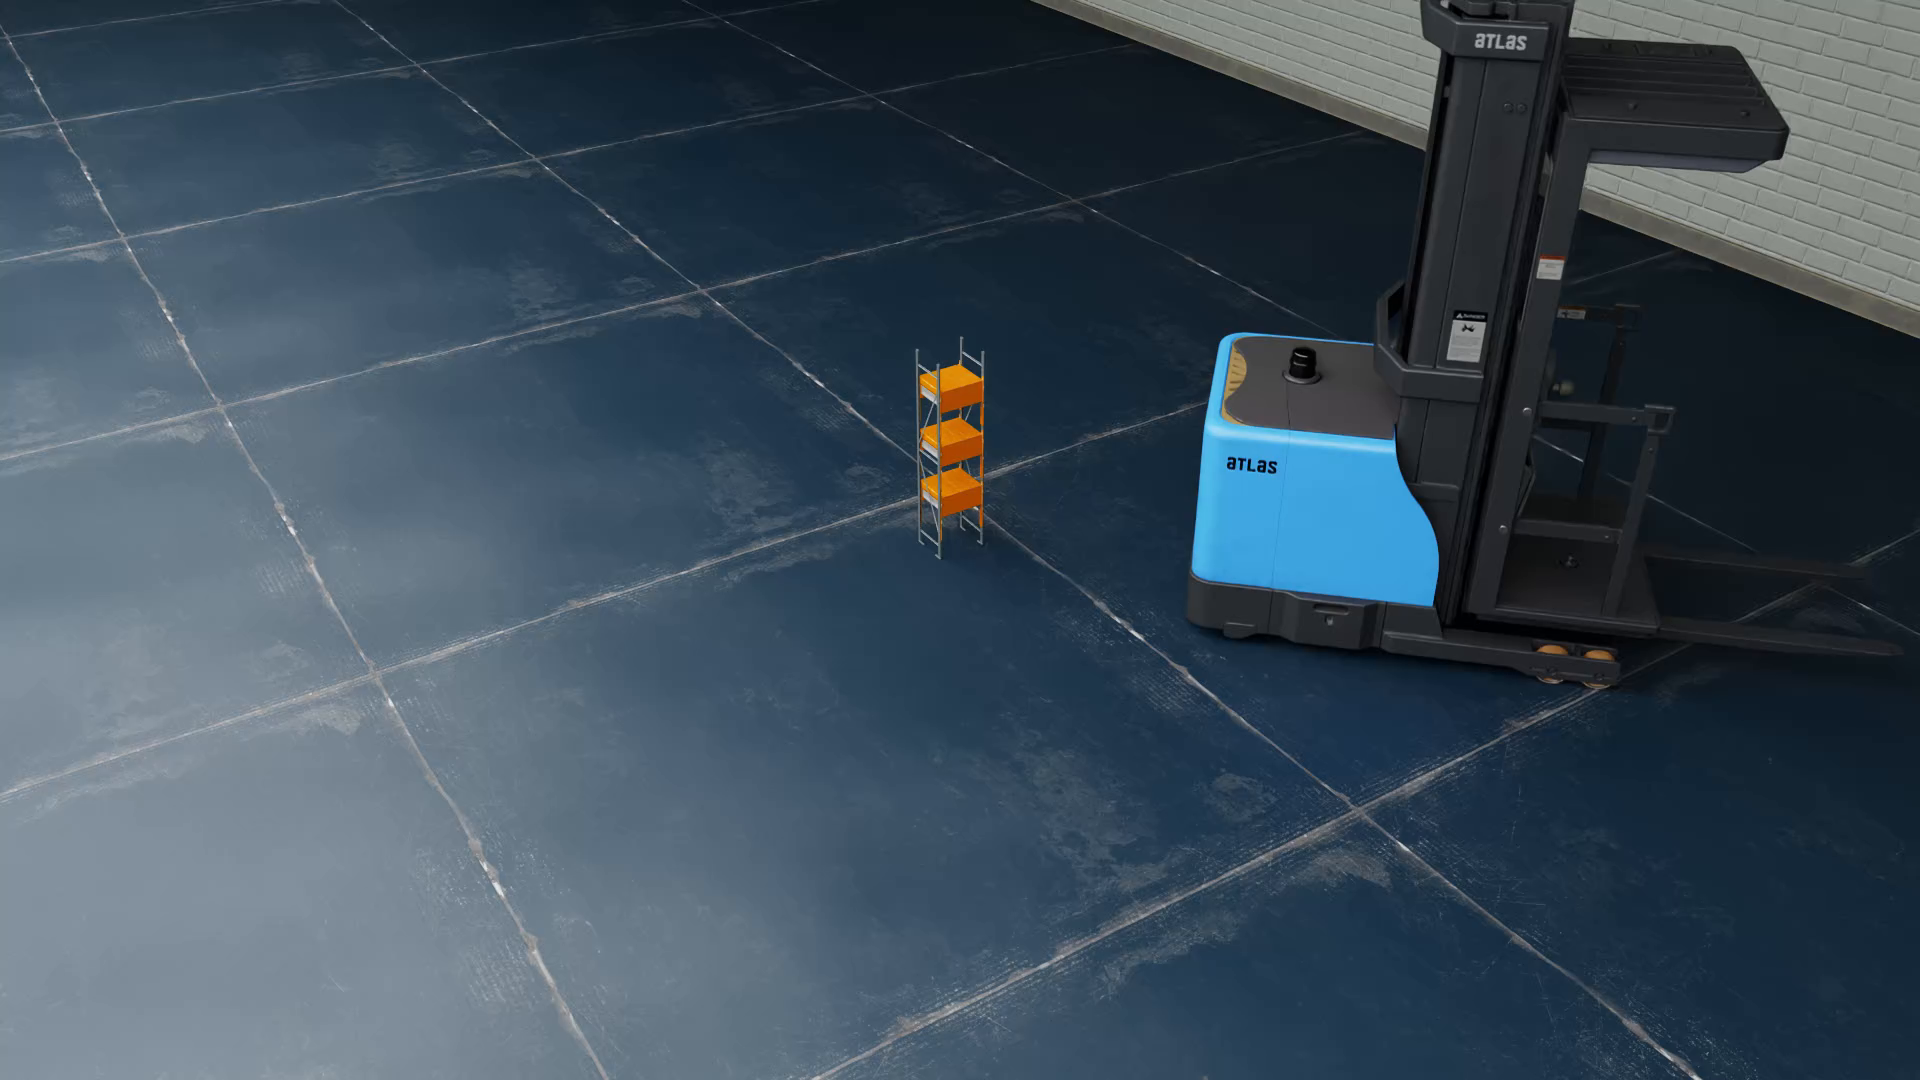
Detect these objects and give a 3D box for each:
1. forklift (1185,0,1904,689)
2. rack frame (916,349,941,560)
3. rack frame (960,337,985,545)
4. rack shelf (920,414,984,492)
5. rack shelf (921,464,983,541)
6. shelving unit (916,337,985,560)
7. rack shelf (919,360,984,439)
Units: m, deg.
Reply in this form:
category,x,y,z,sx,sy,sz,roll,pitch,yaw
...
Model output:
category,x,y,z,sx,sy,sz,roll,pitch,yaw
forklift,2.597,-0.904,6.936,3.031,2.935,1.130,6,33,10
rack frame,-0.148,-0.393,7.889,0.008,1.050,0.200,-19,37,-27
rack frame,0.058,-0.464,8.001,0.008,1.050,0.200,-19,37,-27
rack shelf,-0.045,-0.420,7.951,0.240,0.259,0.215,-19,37,-27
rack shelf,-0.045,-0.185,8.099,0.240,0.259,0.215,-19,37,-27
shelving unit,-0.045,-0.429,7.945,0.252,1.050,0.215,-19,37,-27
rack shelf,-0.045,-0.660,7.800,0.240,0.259,0.215,-19,37,-27
